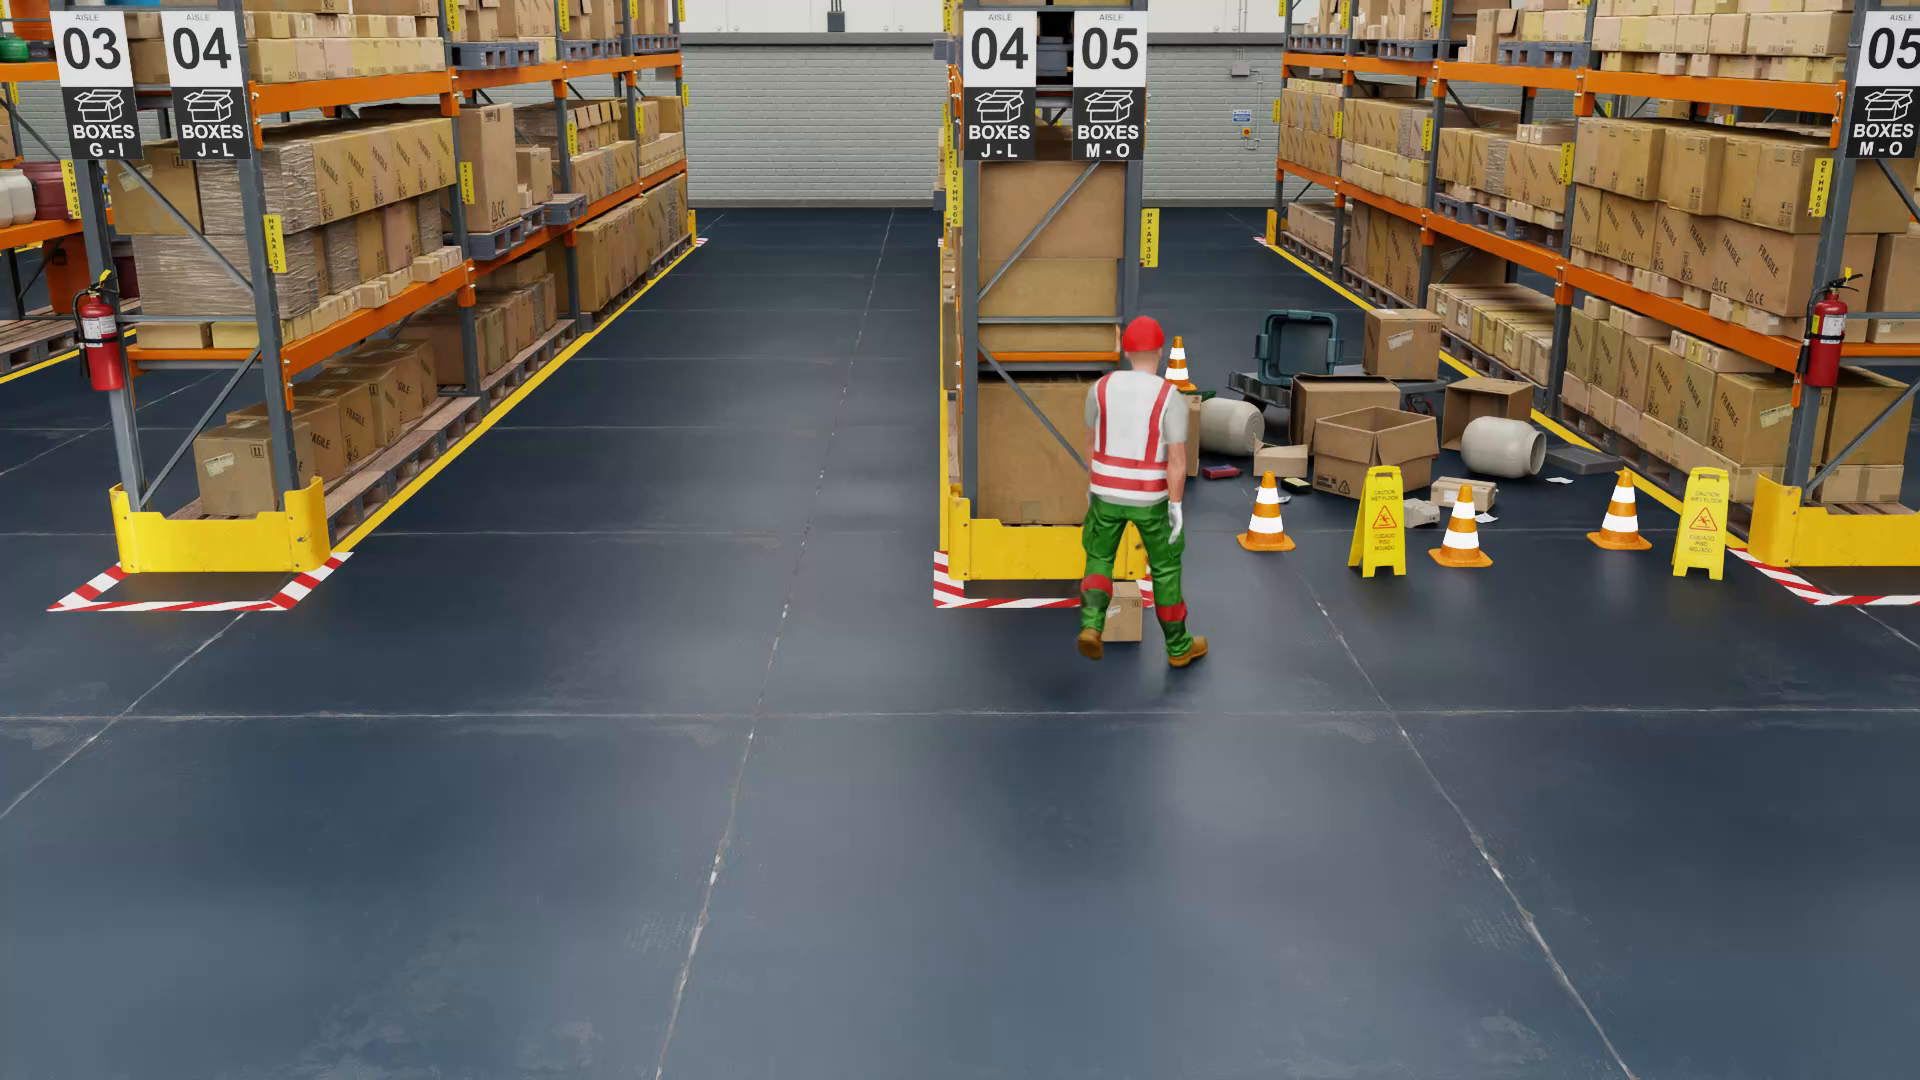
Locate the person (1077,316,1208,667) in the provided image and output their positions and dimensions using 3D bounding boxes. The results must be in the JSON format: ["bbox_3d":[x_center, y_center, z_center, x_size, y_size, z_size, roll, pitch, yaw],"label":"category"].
[{"bbox_3d":[0.884,-0.203,8.140,0.617,1.780,0.750,6,18,20],"label":"person"}]
